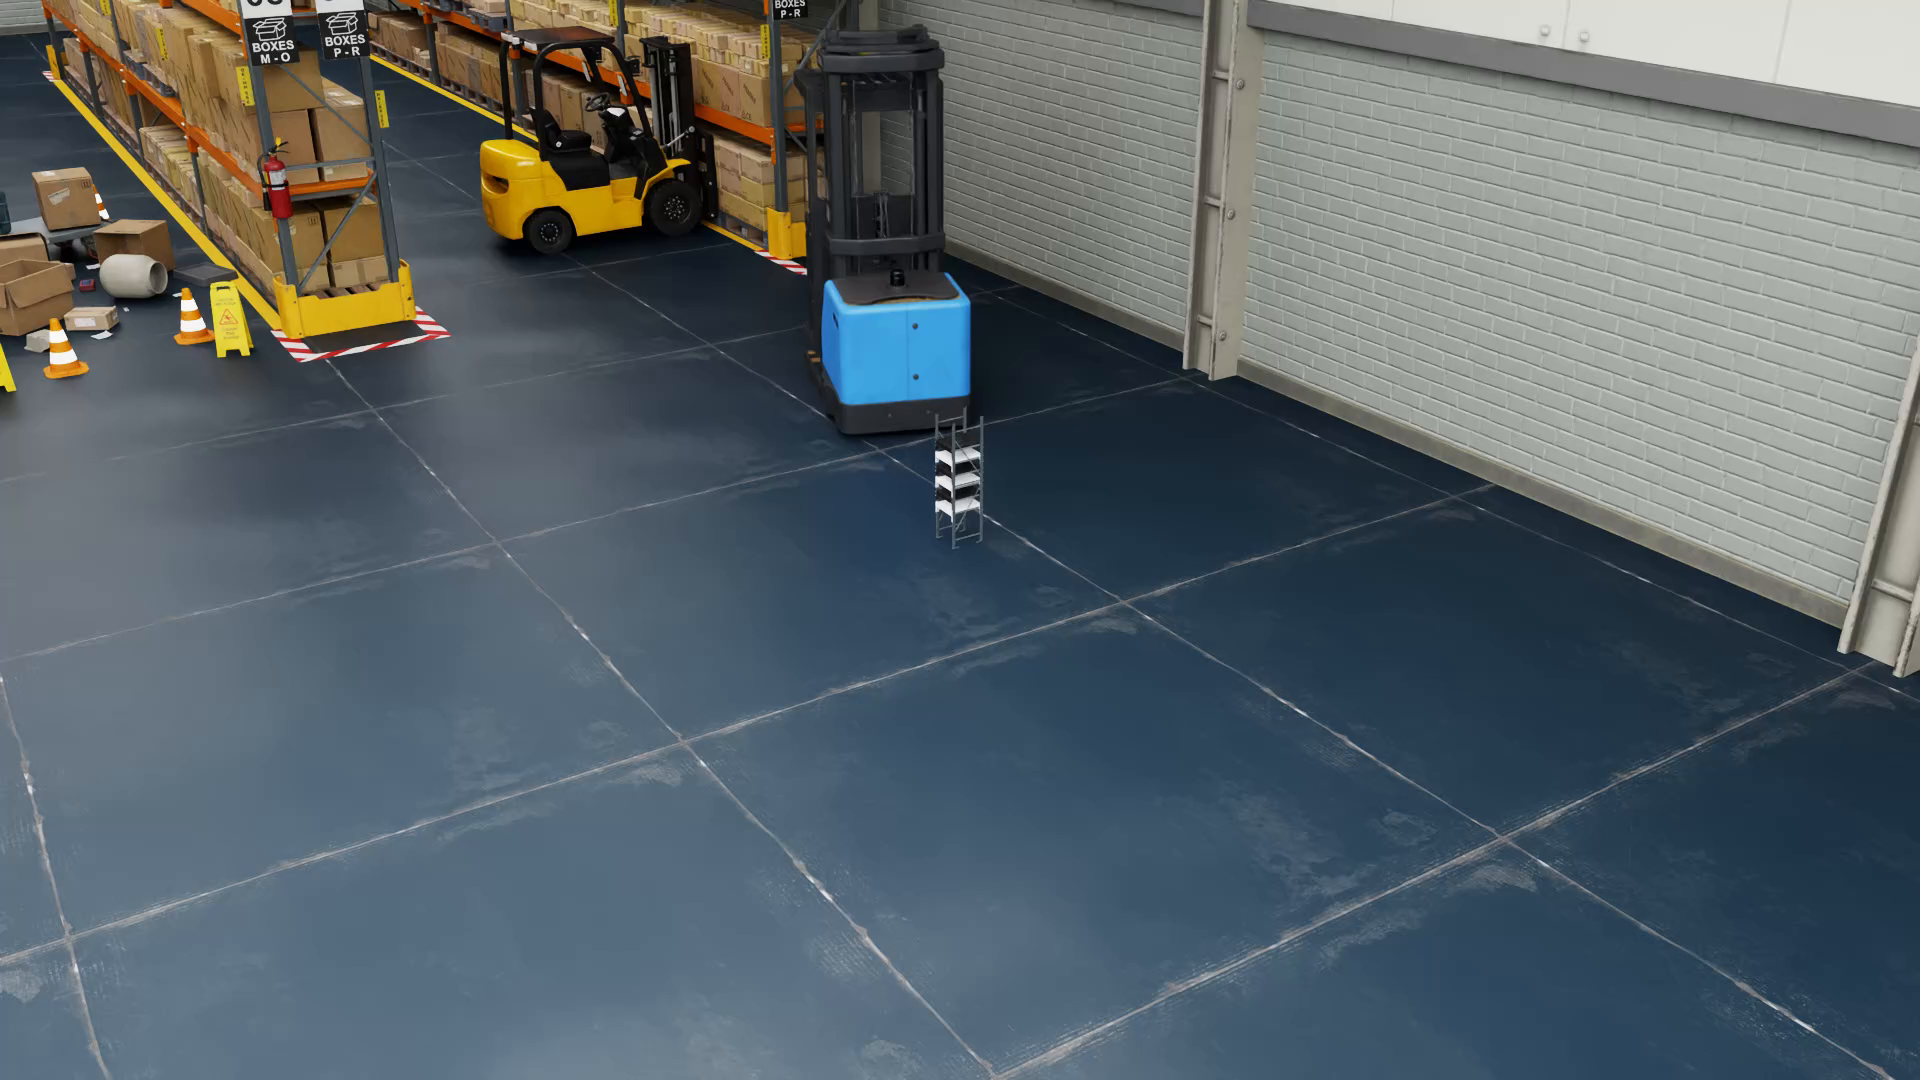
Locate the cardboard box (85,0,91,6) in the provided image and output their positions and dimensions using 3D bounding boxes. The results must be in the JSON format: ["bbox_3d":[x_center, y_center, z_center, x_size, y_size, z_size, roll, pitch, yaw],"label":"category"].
[{"bbox_3d":[-11.337,-7.369,22.059,0.500,0.500,0.500,-16,30,-30],"label":"cardboard box"}]

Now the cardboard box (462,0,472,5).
[{"bbox_3d":[-6.903,-8.140,24.366,0.797,0.503,0.637,-16,30,-31],"label":"cardboard box"}]

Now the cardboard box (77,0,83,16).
[{"bbox_3d":[-11.885,-7.391,22.982,0.500,0.250,0.500,-15,29,-29],"label":"cardboard box"}]

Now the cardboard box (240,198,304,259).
[{"bbox_3d":[-6.590,-3.040,16.027,0.500,0.500,0.500,-14,29,-28],"label":"cardboard box"}]

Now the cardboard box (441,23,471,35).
[{"bbox_3d":[-7.885,-8.009,26.029,0.380,0.149,0.250,-17,30,-32],"label":"cardboard box"}]

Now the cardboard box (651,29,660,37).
[{"bbox_3d":[-3.339,-5.811,19.168,0.380,0.149,0.250,-15,29,-28],"label":"cardboard box"}]

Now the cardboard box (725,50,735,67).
[{"bbox_3d":[-2.294,-5.181,17.835,0.380,0.149,0.250,-16,30,-30],"label":"cardboard box"}]

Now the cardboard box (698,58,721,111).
[{"bbox_3d":[-2.534,-5.032,18.279,0.500,0.500,0.500,-16,30,-31],"label":"cardboard box"}]

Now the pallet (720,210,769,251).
[{"bbox_3d":[-1.942,-3.504,18.425,1.003,0.211,1.213,-16,29,-30],"label":"pallet"}]

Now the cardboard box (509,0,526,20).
[{"bbox_3d":[-5.840,-7.299,22.789,0.500,0.250,0.500,-16,29,-30],"label":"cardboard box"}]

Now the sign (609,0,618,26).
[{"bbox_3d":[-4.122,-6.290,19.797,0.100,0.325,0.005,-16,29,-30],"label":"sign"}]

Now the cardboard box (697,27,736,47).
[{"bbox_3d":[-2.642,-5.486,18.133,0.380,0.149,0.250,-15,29,-29],"label":"cardboard box"}]

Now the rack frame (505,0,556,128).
[{"bbox_3d":[-5.857,-7.363,23.333,1.000,3.000,0.127,-16,29,-30],"label":"rack frame"}]

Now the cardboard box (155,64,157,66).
[{"bbox_3d":[-8.887,-5.338,18.847,0.380,0.149,0.250,-16,29,-30],"label":"cardboard box"}]

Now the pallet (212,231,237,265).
[{"bbox_3d":[-7.434,-3.281,17.953,1.003,0.211,1.213,-16,29,-30],"label":"pallet"}]

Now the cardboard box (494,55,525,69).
[{"bbox_3d":[-6.513,-6.924,24.079,0.380,0.149,0.250,-17,30,-32],"label":"cardboard box"}]

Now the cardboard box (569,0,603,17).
[{"bbox_3d":[-4.768,-6.791,21.245,0.380,0.149,0.250,-15,29,-29],"label":"cardboard box"}]

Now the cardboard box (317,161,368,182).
[{"bbox_3d":[-5.658,-3.399,15.231,0.380,0.149,0.250,-15,29,-29],"label":"cardboard box"}]

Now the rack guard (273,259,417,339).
[{"bbox_3d":[-5.688,-2.240,15.409,1.175,0.500,0.348,-16,29,-30],"label":"rack guard"}]

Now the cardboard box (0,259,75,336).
[{"bbox_3d":[-8.726,-2.253,15.432,0.637,0.503,0.797,7,26,15],"label":"cardboard box"}]

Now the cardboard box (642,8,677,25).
[{"bbox_3d":[-3.514,-6.153,19.546,0.380,0.149,0.250,-15,29,-29],"label":"cardboard box"}]

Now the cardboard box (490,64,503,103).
[{"bbox_3d":[-6.532,-6.705,24.375,0.500,0.500,0.500,-16,30,-30],"label":"cardboard box"}]

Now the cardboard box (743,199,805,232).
[{"bbox_3d":[-2.011,-3.542,17.969,0.500,0.250,0.500,-15,29,-29],"label":"cardboard box"}]

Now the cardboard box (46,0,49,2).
[{"bbox_3d":[-14.060,-8.698,26.045,0.500,0.500,0.500,-16,30,-30],"label":"cardboard box"}]

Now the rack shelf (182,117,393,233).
[{"bbox_3d":[-6.738,-3.733,16.487,1.077,0.370,4.000,-16,29,-30],"label":"rack shelf"}]

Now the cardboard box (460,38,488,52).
[{"bbox_3d":[-7.435,-7.593,25.497,0.380,0.149,0.250,-16,29,-30],"label":"cardboard box"}]

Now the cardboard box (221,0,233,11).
[{"bbox_3d":[-6.239,-4.730,14.536,0.380,0.149,0.250,-15,29,-29],"label":"cardboard box"}]

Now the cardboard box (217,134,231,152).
[{"bbox_3d":[-7.075,-3.930,16.355,0.380,0.149,0.250,-16,29,-30],"label":"cardboard box"}]

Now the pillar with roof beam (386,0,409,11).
[{"bbox_3d":[-14.547,-13.108,28.476,9.100,9.000,0.400,-16,29,-30],"label":"pillar with roof beam"}]

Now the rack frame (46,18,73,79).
[{"bbox_3d":[-14.381,-9.066,26.941,1.000,3.000,0.127,-16,29,-30],"label":"rack frame"}]

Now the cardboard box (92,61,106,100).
[{"bbox_3d":[-12.450,-6.916,24.896,0.875,0.438,0.875,-16,30,-30],"label":"cardboard box"}]

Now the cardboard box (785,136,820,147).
[{"bbox_3d":[-1.869,-4.294,18.390,0.500,0.250,0.500,-15,29,-29],"label":"cardboard box"}]

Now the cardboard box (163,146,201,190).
[{"bbox_3d":[-8.895,-4.467,19.785,0.950,0.372,0.625,-14,29,-28],"label":"cardboard box"}]

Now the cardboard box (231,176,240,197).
[{"bbox_3d":[-6.836,-3.449,16.133,0.380,0.149,0.250,-14,29,-27],"label":"cardboard box"}]

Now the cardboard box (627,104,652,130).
[{"bbox_3d":[-3.672,-5.084,20.065,0.500,0.250,0.500,-16,30,-30],"label":"cardboard box"}]

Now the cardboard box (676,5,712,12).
[{"bbox_3d":[-3.143,-6.262,19.775,0.380,0.149,0.250,-16,30,-31],"label":"cardboard box"}]

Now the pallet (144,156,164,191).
[{"bbox_3d":[-9.588,-4.664,20.882,1.003,0.211,1.213,-16,29,-30],"label":"pallet"}]

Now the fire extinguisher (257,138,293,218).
[{"bbox_3d":[-5.970,-3.160,14.520,0.296,0.674,0.183,-16,29,-30],"label":"fire extinguisher"}]

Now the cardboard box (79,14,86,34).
[{"bbox_3d":[-11.894,-7.164,23.087,0.500,0.250,0.500,-16,30,-31],"label":"cardboard box"}]

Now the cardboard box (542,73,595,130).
[{"bbox_3d":[-5.164,-6.021,22.779,0.875,0.625,0.625,-14,29,-28],"label":"cardboard box"}]

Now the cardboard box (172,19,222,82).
[{"bbox_3d":[-7.259,-4.824,16.319,0.700,0.500,0.500,-16,30,-31],"label":"cardboard box"}]

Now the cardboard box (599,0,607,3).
[{"bbox_3d":[-4.478,-7.002,21.693,0.380,0.149,0.250,-15,29,-29],"label":"cardboard box"}]

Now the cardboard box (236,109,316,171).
[{"bbox_3d":[-6.173,-3.653,15.009,0.500,0.500,0.500,-16,30,-30],"label":"cardboard box"}]

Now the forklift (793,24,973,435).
[{"bbox_3d":[-0.727,-2.742,13.625,1.130,2.935,3.031,-6,26,-12],"label":"forklift"}]

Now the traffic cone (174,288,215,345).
[{"bbox_3d":[-6.962,-2.049,15.049,0.336,0.463,0.334,-16,29,-30],"label":"traffic cone"}]

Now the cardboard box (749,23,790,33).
[{"bbox_3d":[-2.112,-5.634,18.446,0.380,0.149,0.250,-16,30,-31],"label":"cardboard box"}]

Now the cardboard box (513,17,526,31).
[{"bbox_3d":[-5.819,-7.079,22.908,0.500,0.250,0.500,-15,29,-29],"label":"cardboard box"}]

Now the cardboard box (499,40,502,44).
[{"bbox_3d":[-6.855,-7.629,25.573,0.380,0.149,0.250,-15,29,-29],"label":"cardboard box"}]

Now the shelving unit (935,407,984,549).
[{"bbox_3d":[-0.004,-0.410,11.064,0.258,0.900,0.210,-16,29,-30],"label":"shelving unit"}]

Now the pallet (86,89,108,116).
[{"bbox_3d":[-12.547,-6.665,25.120,1.003,0.211,1.213,-16,29,-30],"label":"pallet"}]

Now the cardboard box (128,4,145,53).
[{"bbox_3d":[-9.376,-5.986,19.459,0.500,0.500,0.500,-15,29,-29],"label":"cardboard box"}]

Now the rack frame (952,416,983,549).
[{"bbox_3d":[0.051,-0.373,10.987,0.240,0.900,0.006,-16,29,-30],"label":"rack frame"}]

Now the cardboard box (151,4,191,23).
[{"bbox_3d":[-8.658,-5.793,18.290,0.380,0.149,0.250,-17,30,-31],"label":"cardboard box"}]

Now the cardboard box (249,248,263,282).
[{"bbox_3d":[-6.589,-2.703,16.192,0.500,0.250,0.500,-15,29,-29],"label":"cardboard box"}]
